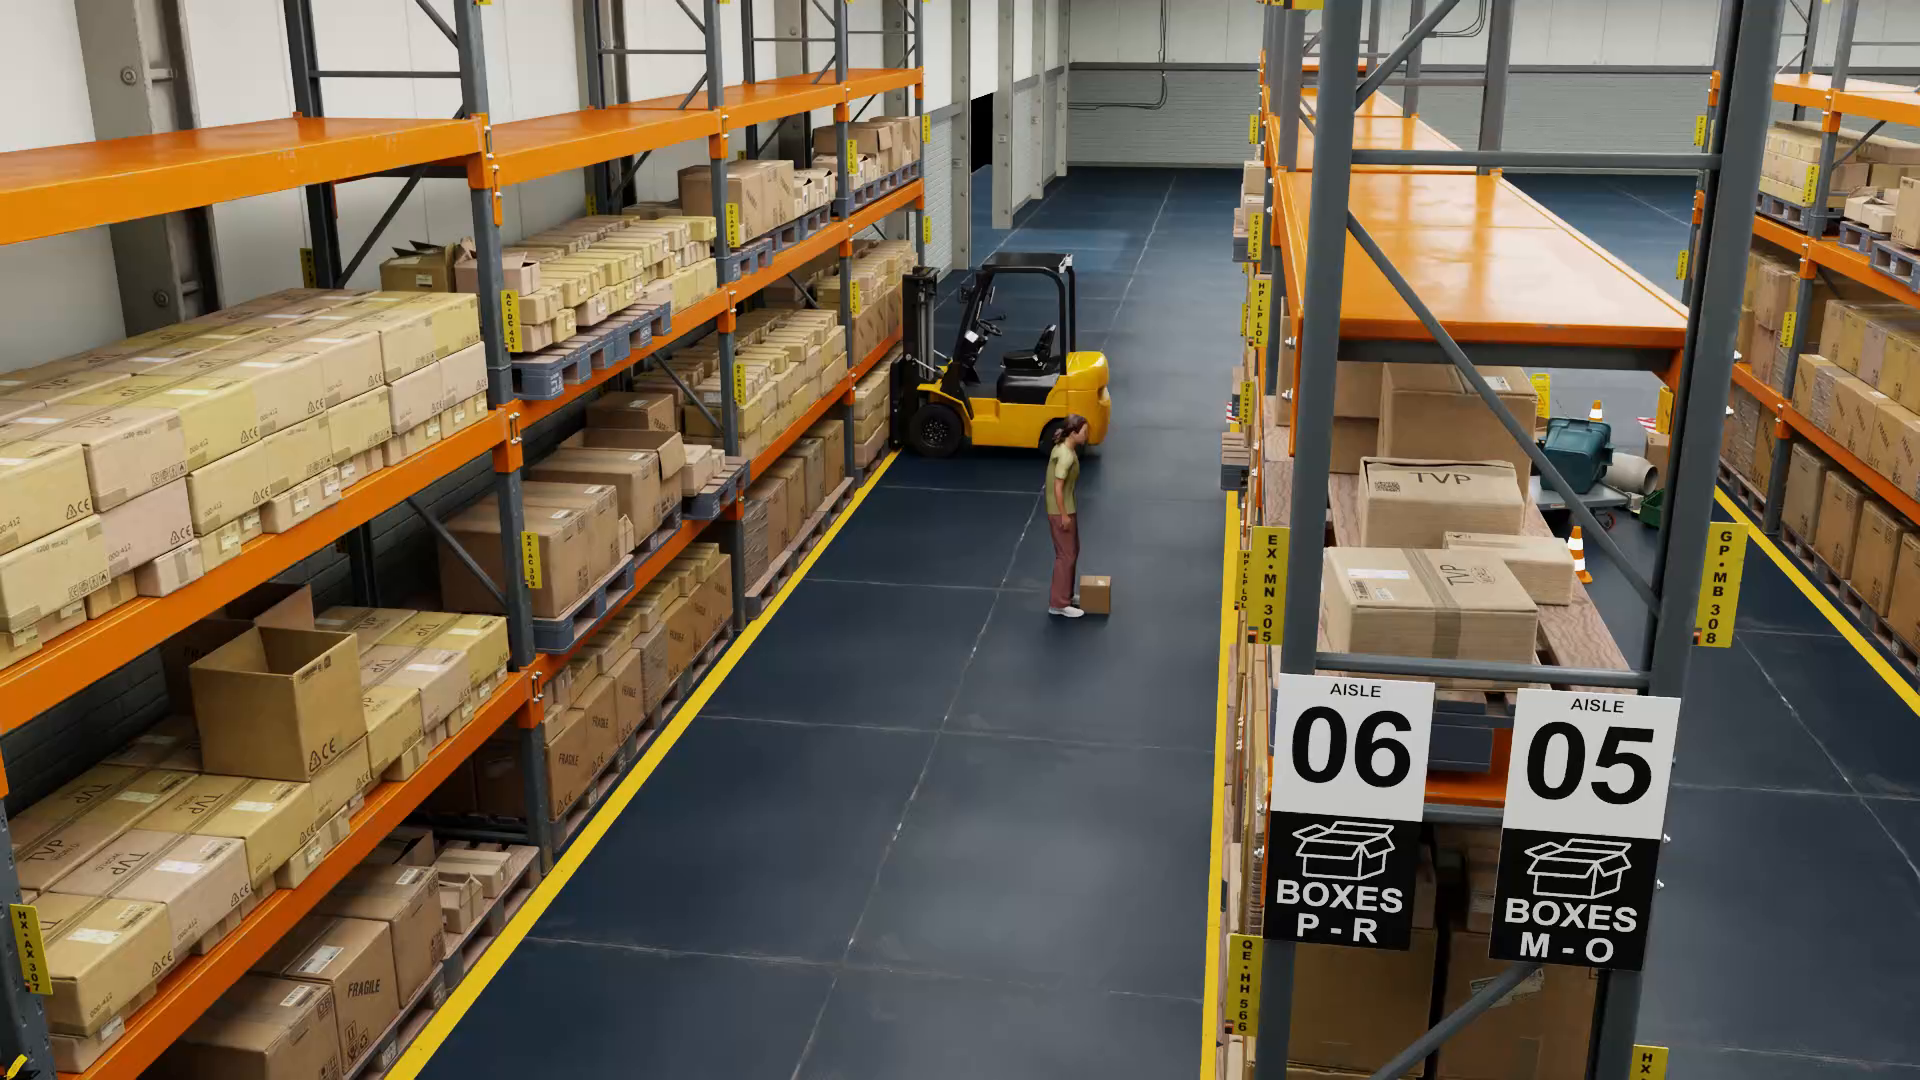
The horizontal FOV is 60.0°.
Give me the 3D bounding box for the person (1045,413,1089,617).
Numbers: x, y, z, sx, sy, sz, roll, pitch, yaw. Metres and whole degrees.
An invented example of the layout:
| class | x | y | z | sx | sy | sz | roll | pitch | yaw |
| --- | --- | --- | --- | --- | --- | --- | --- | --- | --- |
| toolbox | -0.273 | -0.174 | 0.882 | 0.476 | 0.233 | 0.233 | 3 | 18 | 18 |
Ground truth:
| class | x | y | z | sx | sy | sz | roll | pitch | yaw |
| --- | --- | --- | --- | --- | --- | --- | --- | --- | --- |
| person | 0.887 | -0.226 | 13.757 | 0.366 | 1.671 | 0.510 | 2 | 18 | 6 |
